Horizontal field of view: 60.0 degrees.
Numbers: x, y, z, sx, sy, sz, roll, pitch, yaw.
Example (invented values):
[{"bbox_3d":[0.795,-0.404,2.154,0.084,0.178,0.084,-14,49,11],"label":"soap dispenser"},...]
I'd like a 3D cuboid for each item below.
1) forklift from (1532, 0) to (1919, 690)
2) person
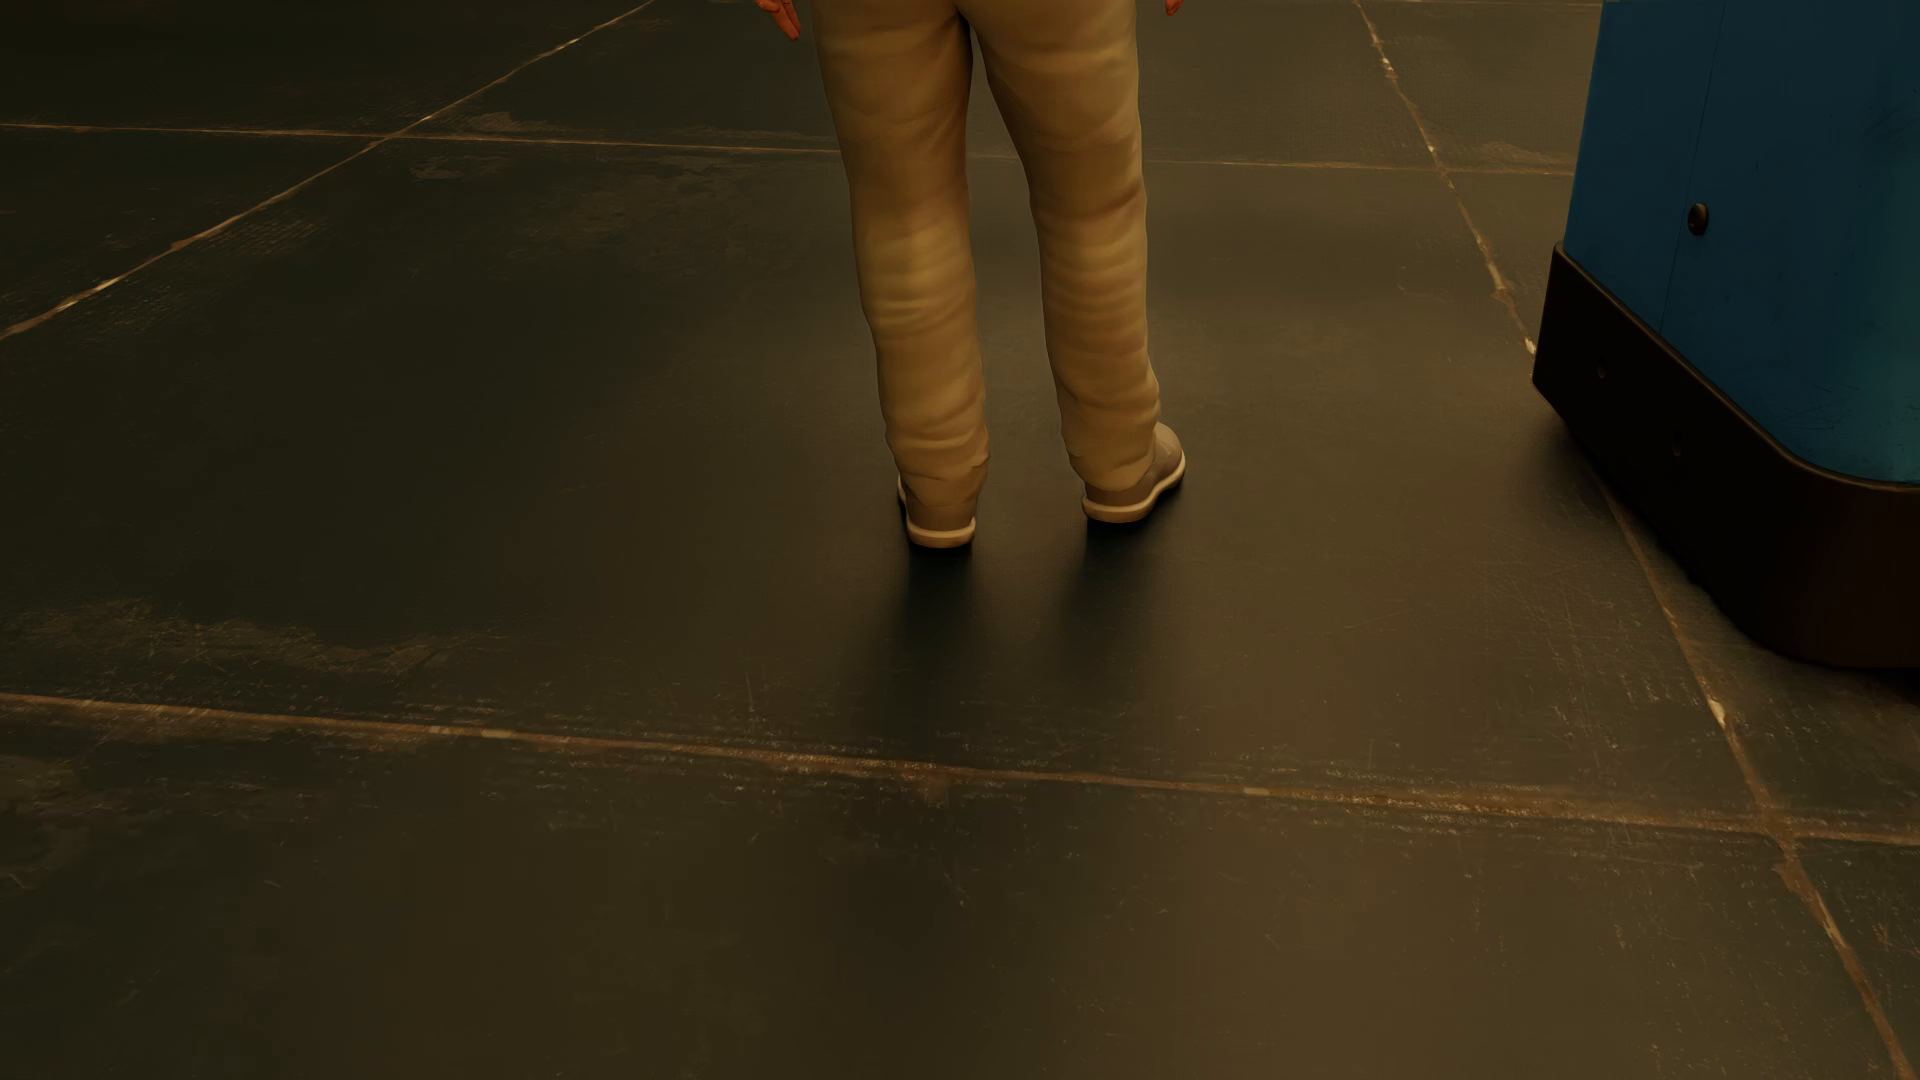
[{"bbox_3d":[2.507,-1.325,1.873,3.031,2.935,1.130,0,27,0],"label":"forklift"},{"bbox_3d":[0.021,-0.838,2.167,0.641,1.779,0.574,3,27,7],"label":"person"}]
